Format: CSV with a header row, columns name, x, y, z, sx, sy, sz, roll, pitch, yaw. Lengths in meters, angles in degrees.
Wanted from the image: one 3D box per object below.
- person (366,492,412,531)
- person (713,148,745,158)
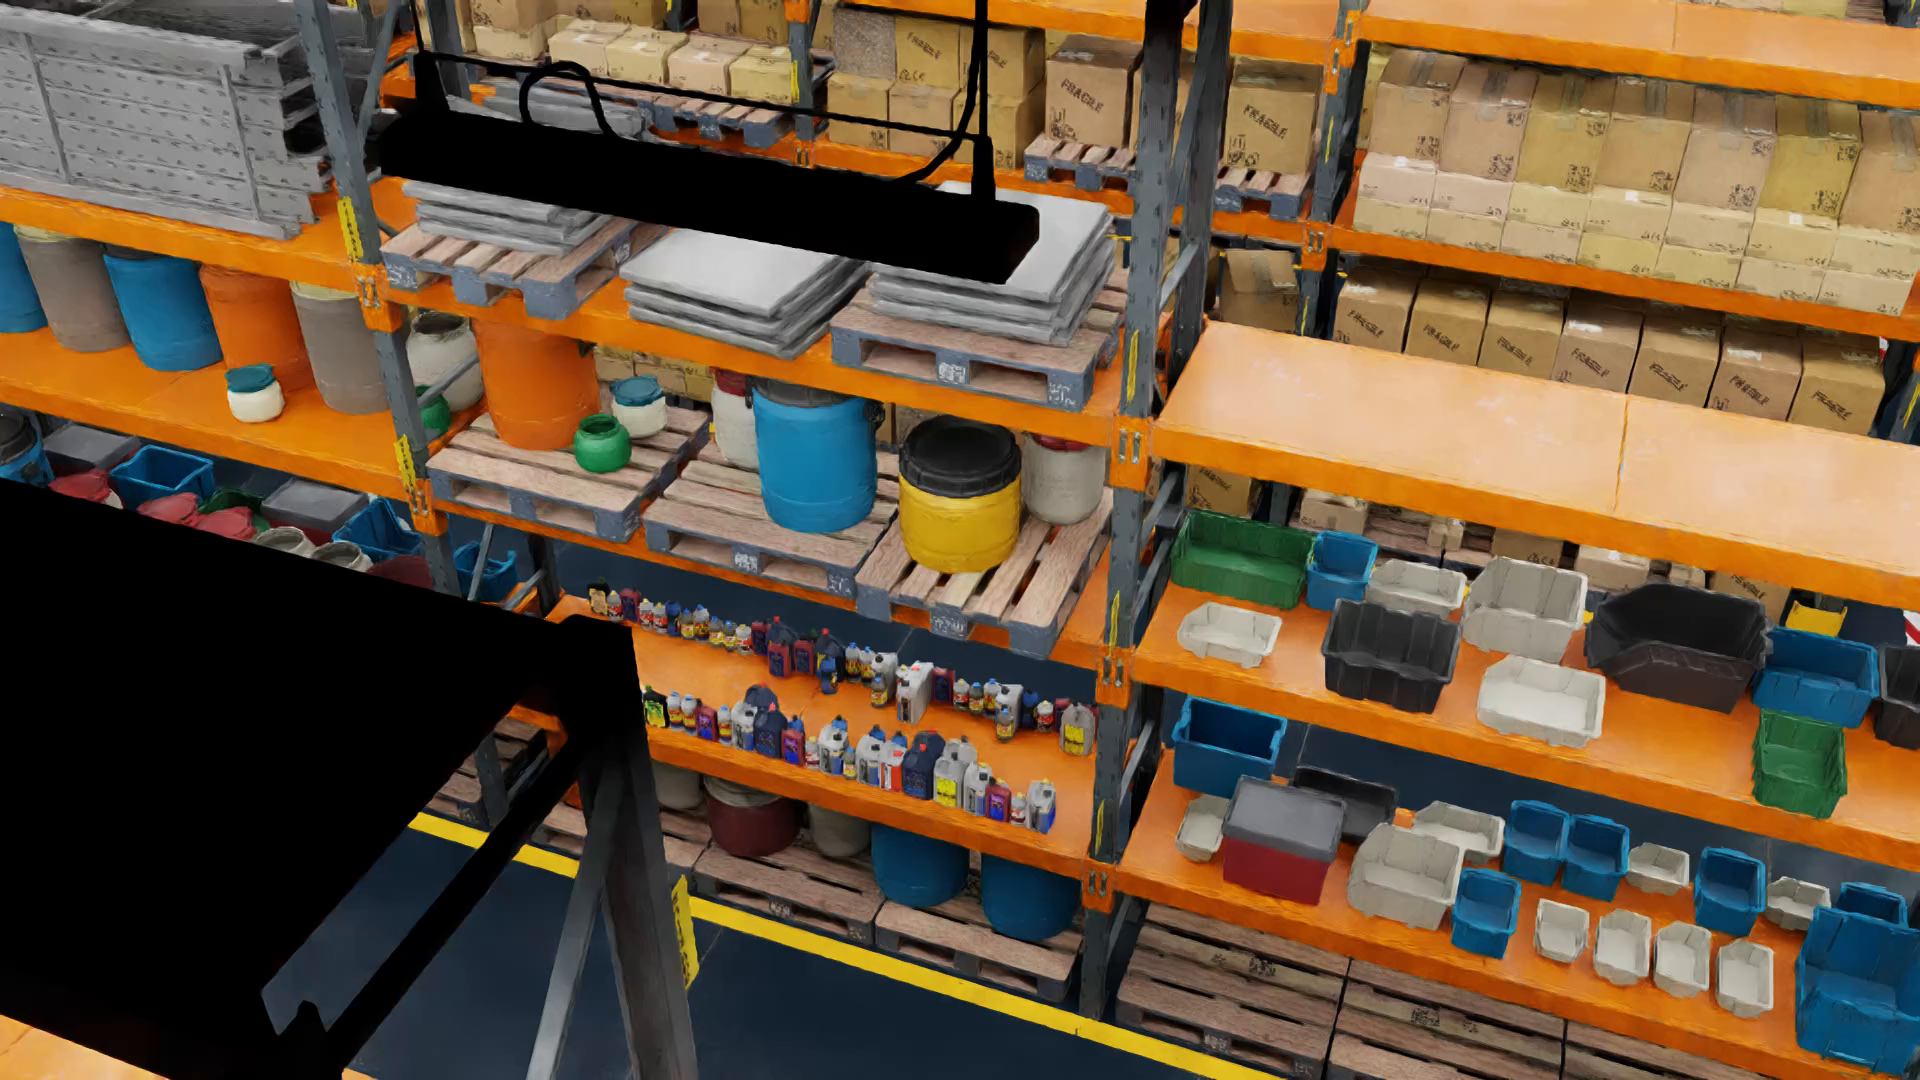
name,x,y,z,sx,sy,sz,roll,pitch,yaw
person,-3.917,0.377,11.434,0.997,1.743,0.598,28,45,33
person,-2.283,-3.332,16.440,1.193,1.698,0.591,14,39,18
